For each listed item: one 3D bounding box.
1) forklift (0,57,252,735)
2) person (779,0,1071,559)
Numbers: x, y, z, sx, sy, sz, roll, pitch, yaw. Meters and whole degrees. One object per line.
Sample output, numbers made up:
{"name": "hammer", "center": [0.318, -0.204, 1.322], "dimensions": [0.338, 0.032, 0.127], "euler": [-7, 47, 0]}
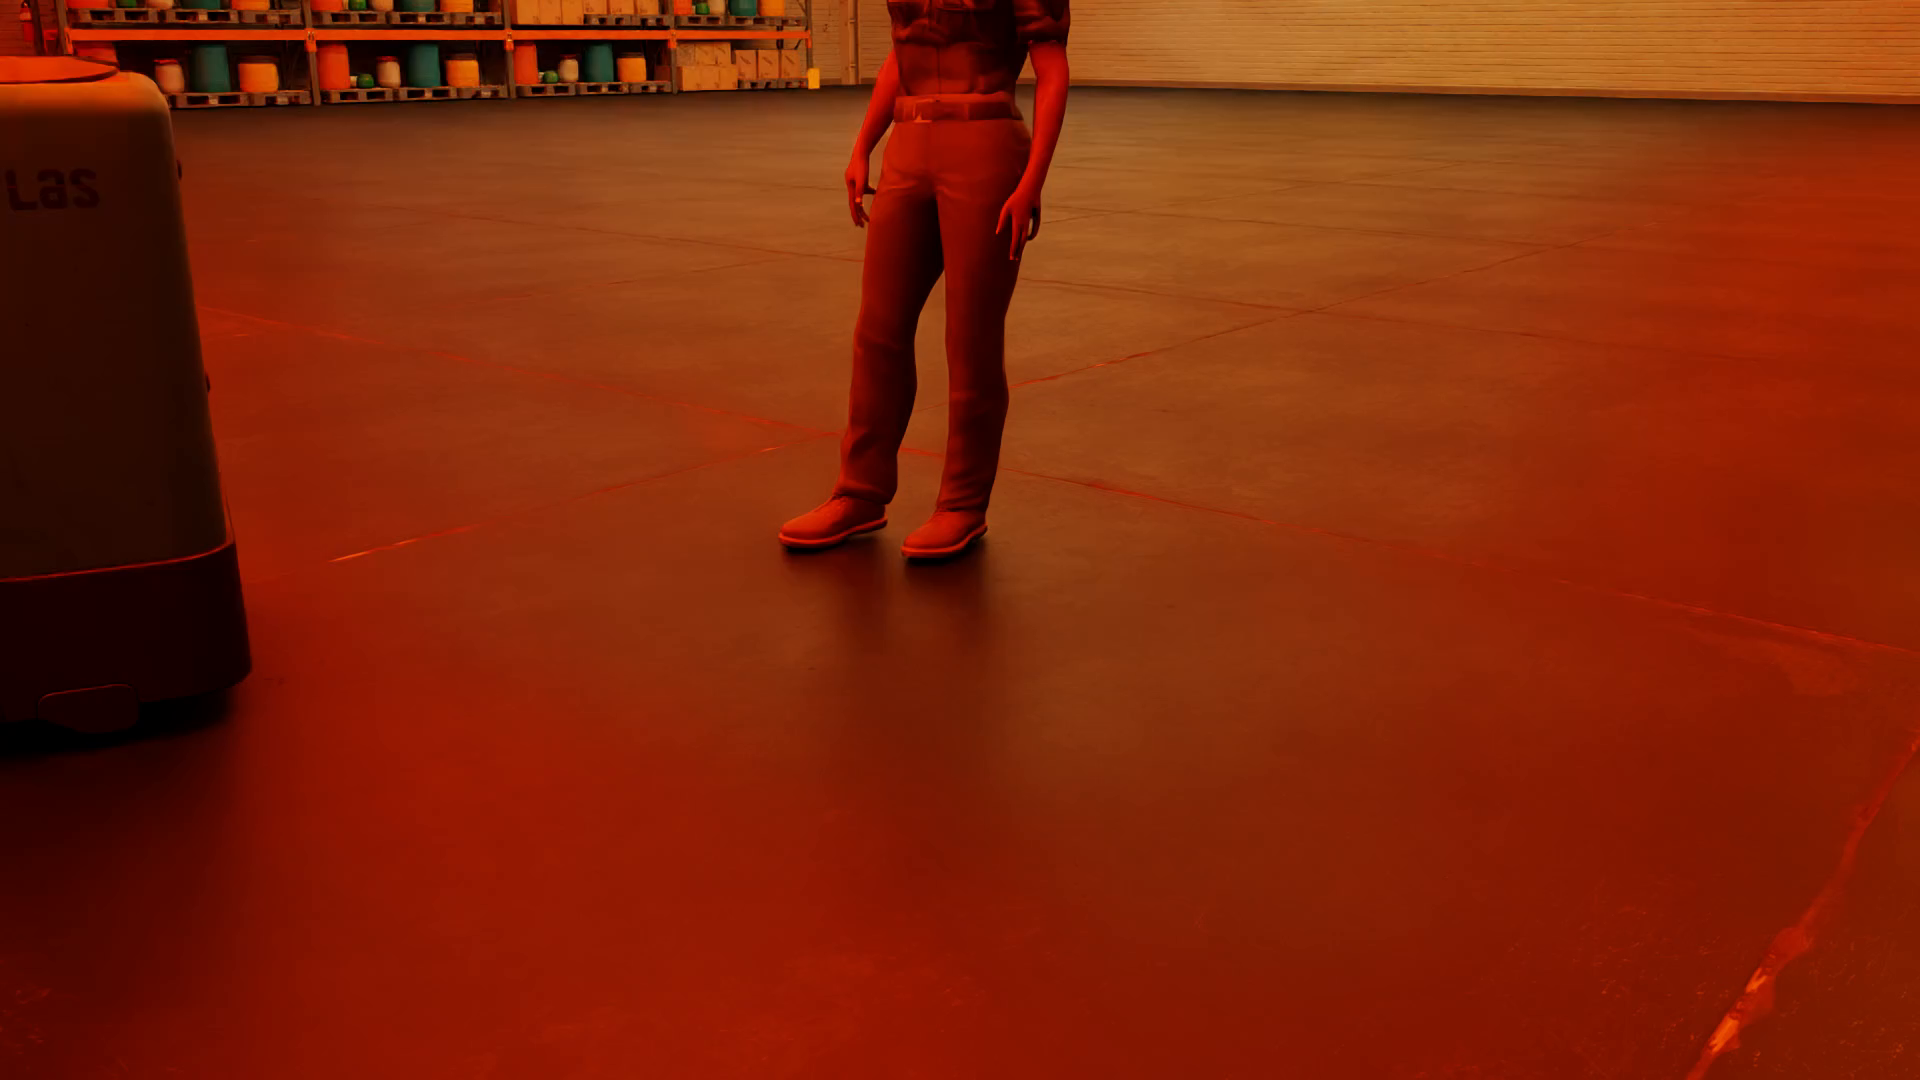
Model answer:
{"name": "forklift", "center": [-2.806, -1.029, 2.288], "dimensions": [3.031, 2.935, 1.130], "euler": [-8, 19, -24]}
{"name": "person", "center": [-0.071, -0.782, 3.647], "dimensions": [0.570, 1.654, 0.504], "euler": [13, 21, 37]}
